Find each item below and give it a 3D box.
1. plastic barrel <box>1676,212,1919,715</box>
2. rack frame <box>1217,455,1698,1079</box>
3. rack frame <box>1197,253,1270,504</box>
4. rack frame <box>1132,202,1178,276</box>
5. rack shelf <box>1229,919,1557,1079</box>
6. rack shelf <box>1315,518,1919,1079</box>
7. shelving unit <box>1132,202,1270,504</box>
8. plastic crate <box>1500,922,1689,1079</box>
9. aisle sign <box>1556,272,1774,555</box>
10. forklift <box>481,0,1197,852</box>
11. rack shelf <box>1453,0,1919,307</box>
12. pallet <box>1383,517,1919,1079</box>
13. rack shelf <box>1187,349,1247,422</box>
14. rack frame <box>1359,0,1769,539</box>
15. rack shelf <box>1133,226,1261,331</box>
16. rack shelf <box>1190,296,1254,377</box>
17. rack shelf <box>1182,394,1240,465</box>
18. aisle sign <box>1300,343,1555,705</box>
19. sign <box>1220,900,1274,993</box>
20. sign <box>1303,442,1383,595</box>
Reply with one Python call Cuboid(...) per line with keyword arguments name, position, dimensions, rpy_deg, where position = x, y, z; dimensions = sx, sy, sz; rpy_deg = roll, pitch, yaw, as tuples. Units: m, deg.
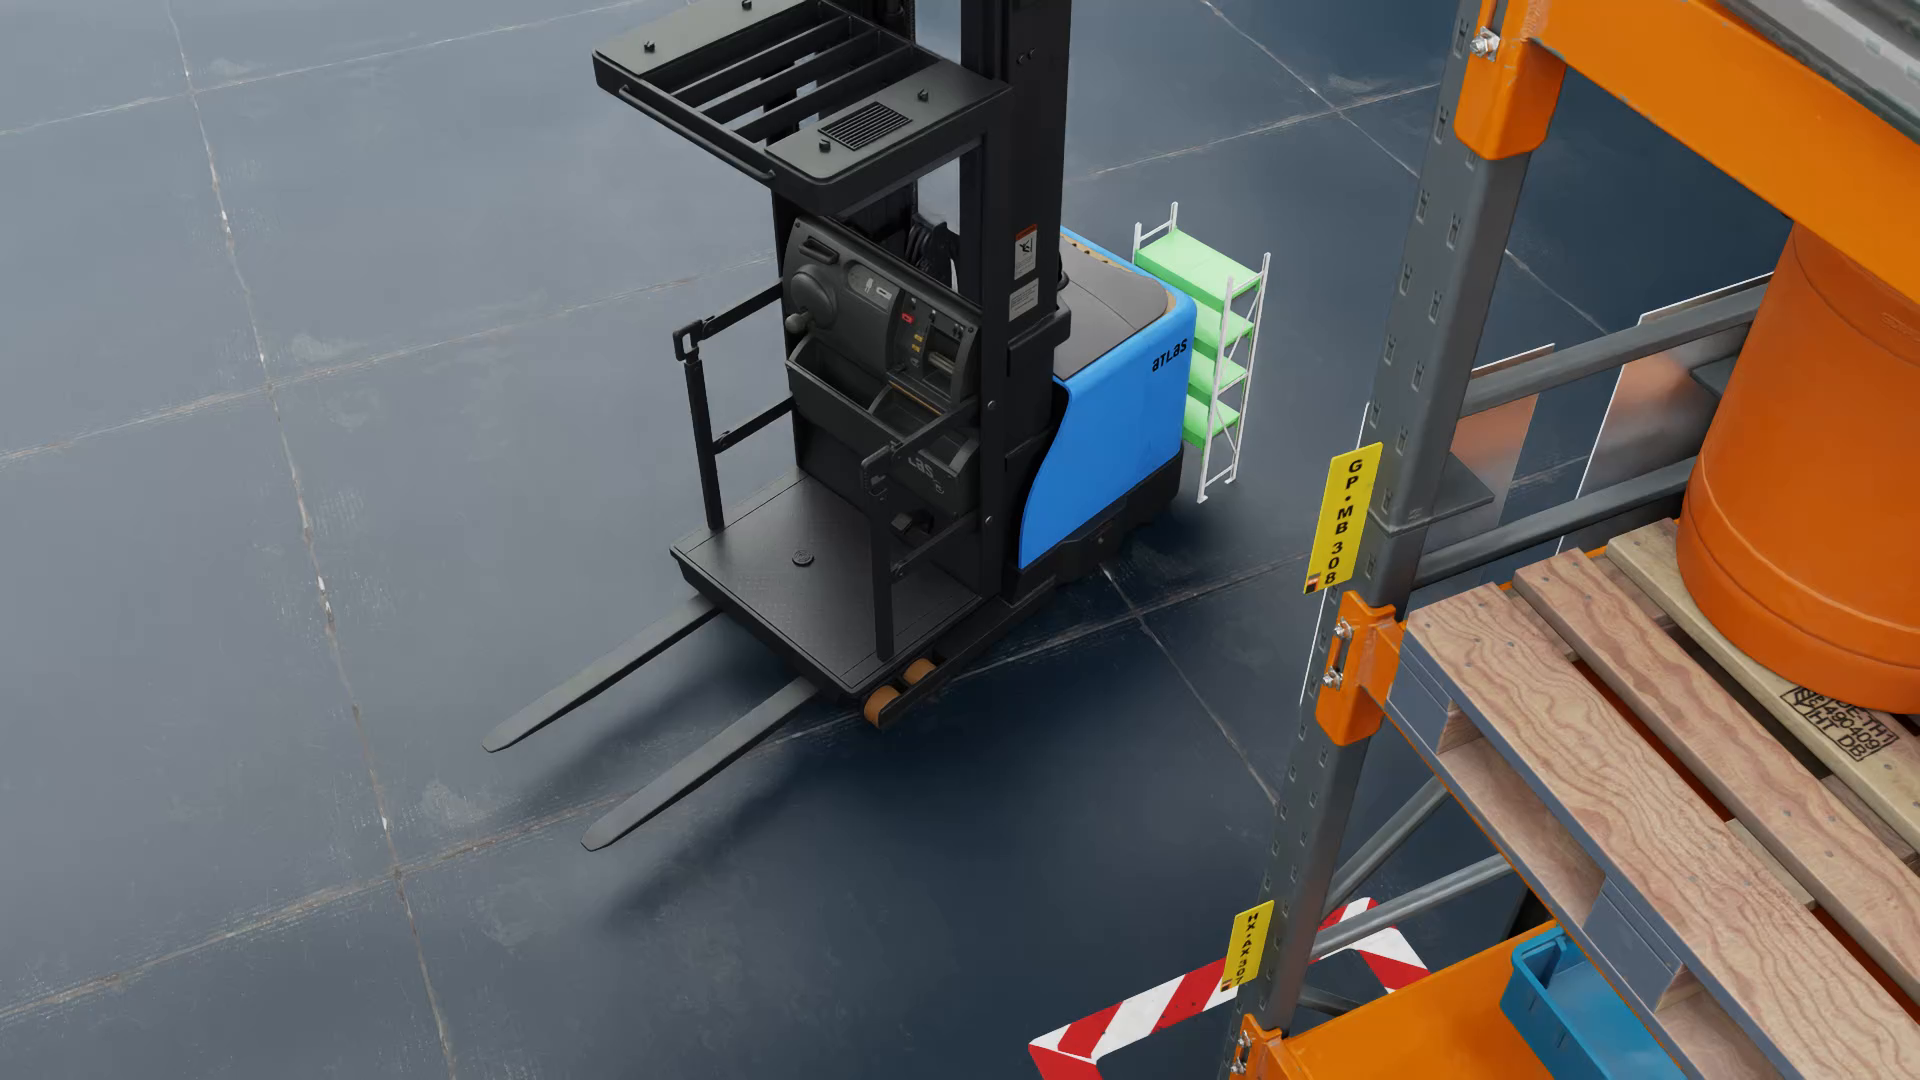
Cuboid(name="plastic barrel", position=(1.481, -0.220, 2.465), dimensions=(0.600, 0.830, 0.708), rpy_deg=(-18, 47, -17))
Cuboid(name="rack frame", position=(1.161, 0.878, 4.093), dimensions=(1.000, 3.000, 0.127), rpy_deg=(-18, 47, -17))
Cuboid(name="rack frame", position=(1.131, -0.647, 6.920), dimensions=(0.240, 1.200, 0.015), rpy_deg=(-33, 53, -29))
Cuboid(name="rack frame", position=(0.799, -0.898, 7.174), dimensions=(0.240, 1.200, 0.015), rpy_deg=(-33, 53, -29))
Cuboid(name="rack shelf", position=(2.002, 2.409, 3.054), dimensions=(1.077, 0.370, 4.000), rpy_deg=(-18, 47, -17))
Cuboid(name="rack shelf", position=(2.002, 1.341, 2.001), dimensions=(1.077, 0.370, 4.000), rpy_deg=(-18, 47, -17))
Cuboid(name="shelving unit", position=(0.965, -0.772, 7.047), dimensions=(0.258, 1.200, 0.503), rpy_deg=(-33, 53, -29))
Cuboid(name="plastic crate", position=(1.643, 1.162, 3.912), dimensions=(0.499, 0.251, 0.616), rpy_deg=(-18, 47, -17))
Cuboid(name="aisle sign", position=(1.401, -0.181, 3.315), dimensions=(0.394, 0.787, 0.004), rpy_deg=(-18, 47, -17))
Cuboid(name="forklift", position=(-0.441, -0.732, 5.774), dimensions=(1.130, 2.935, 3.031), rpy_deg=(35, 54, 30))
Cuboid(name="rack shelf", position=(2.002, 0.416, 1.088), dimensions=(1.077, 0.370, 4.000), rpy_deg=(-18, 47, -17))
Cuboid(name="pallet", position=(1.420, 0.434, 2.542), dimensions=(1.003, 0.211, 1.213), rpy_deg=(-18, 47, -17))
Cuboid(name="rack shelf", position=(0.965, -0.727, 7.092), dimensions=(0.258, 0.148, 0.480), rpy_deg=(-33, 53, -29))
Cuboid(name="rack frame", position=(1.161, -1.257, 1.986), dimensions=(1.000, 3.000, 0.127), rpy_deg=(-18, 47, -17))
Cuboid(name="rack shelf", position=(0.965, -1.068, 6.755), dimensions=(0.258, 0.148, 0.480), rpy_deg=(-33, 53, -29))
Cuboid(name="rack shelf", position=(0.965, -0.898, 6.923), dimensions=(0.258, 0.148, 0.480), rpy_deg=(-33, 53, -29))
Cuboid(name="rack shelf", position=(0.965, -0.556, 7.261), dimensions=(0.258, 0.148, 0.480), rpy_deg=(-33, 53, -29))
Cuboid(name="aisle sign", position=(0.865, -0.007, 3.139), dimensions=(0.394, 0.787, 0.004), rpy_deg=(-18, 47, -17))
Cuboid(name="sign", position=(0.660, 0.939, 3.834), dimensions=(0.100, 0.325, 0.005), rpy_deg=(-18, 47, -17))
Cuboid(name="sign", position=(0.660, -0.033, 2.875), dimensions=(0.100, 0.325, 0.005), rpy_deg=(-18, 47, -17))
